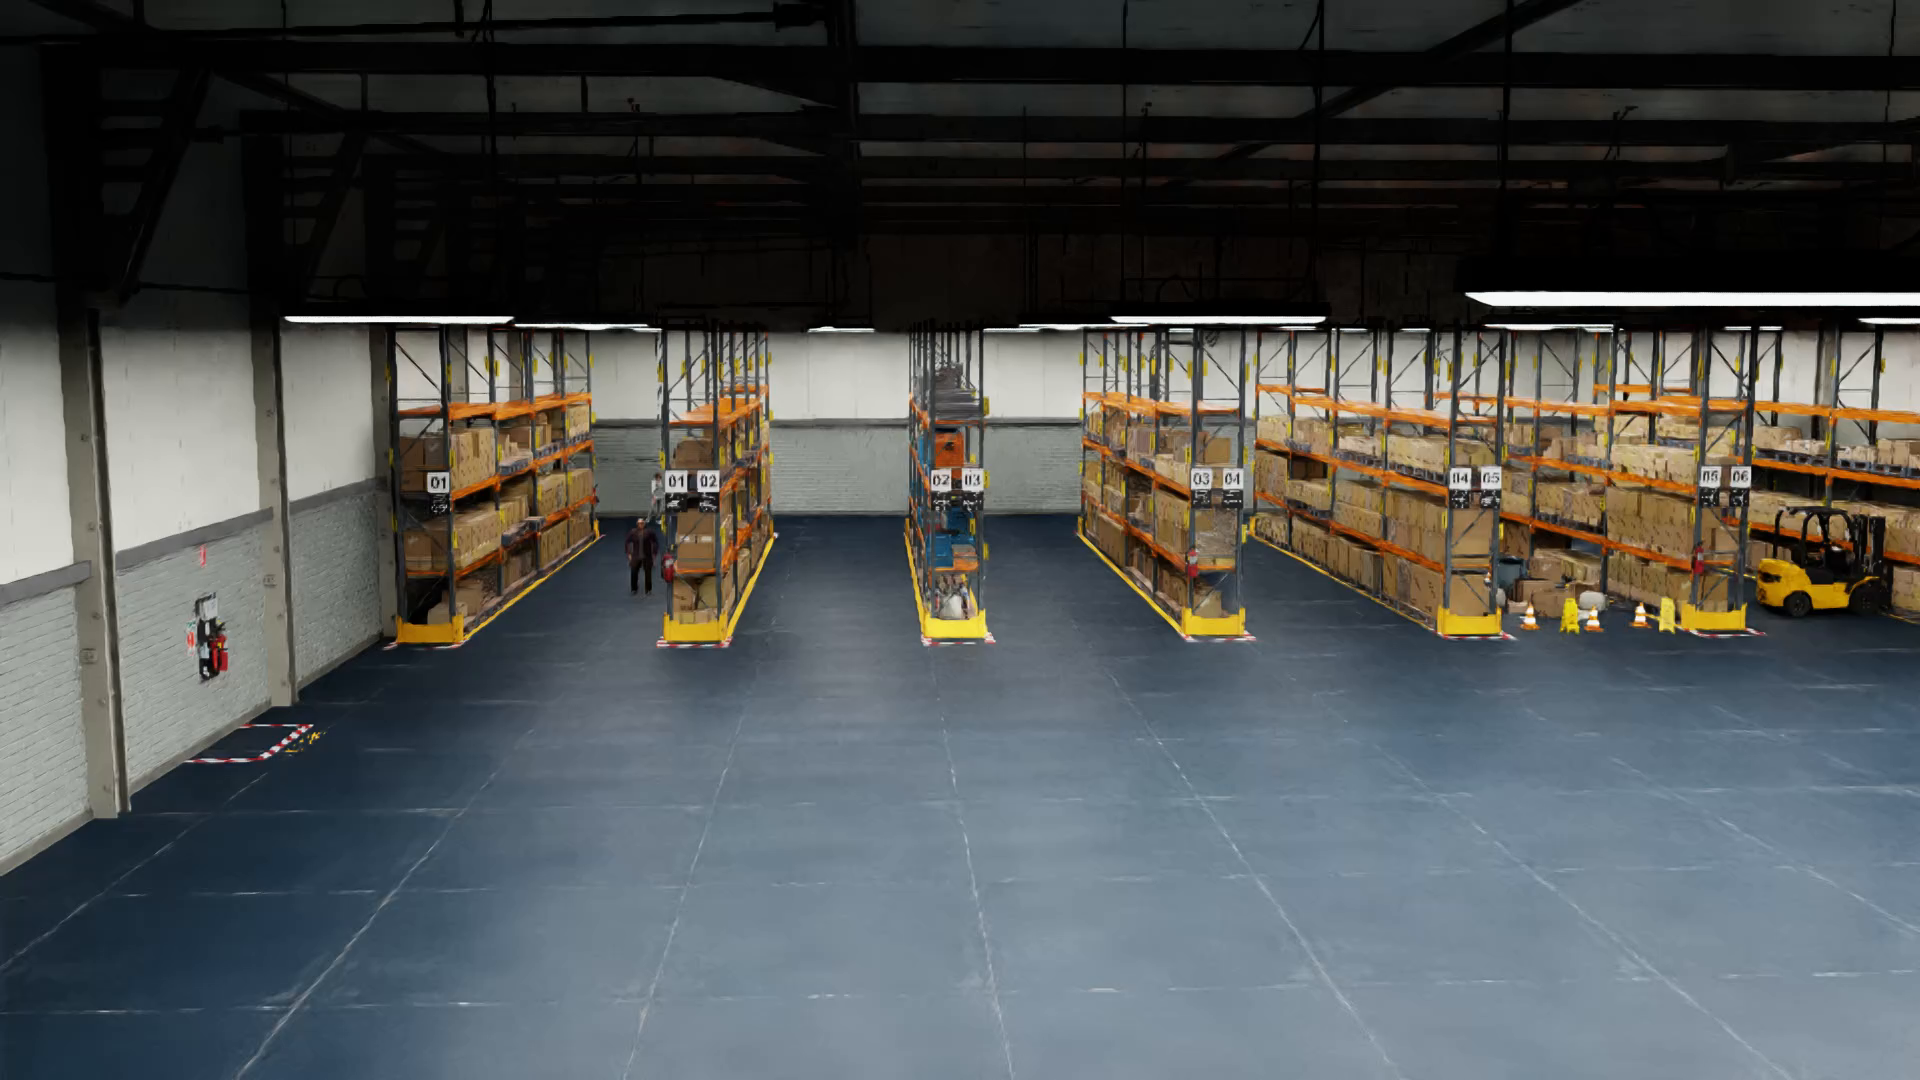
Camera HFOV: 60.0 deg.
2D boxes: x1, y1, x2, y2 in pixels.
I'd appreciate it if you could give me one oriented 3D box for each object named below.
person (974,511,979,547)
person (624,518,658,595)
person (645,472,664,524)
[{"bbox_3d":[0.369,-0.672,45.001,0.371,1.665,0.605,-1,7,-9],"label":"person"},{"bbox_3d":[-6.996,0.361,36.530,0.729,1.733,0.546,-1,7,-5],"label":"person"},{"bbox_3d":[-9.267,-1.272,50.314,0.457,1.589,0.595,6,9,38],"label":"person"}]
